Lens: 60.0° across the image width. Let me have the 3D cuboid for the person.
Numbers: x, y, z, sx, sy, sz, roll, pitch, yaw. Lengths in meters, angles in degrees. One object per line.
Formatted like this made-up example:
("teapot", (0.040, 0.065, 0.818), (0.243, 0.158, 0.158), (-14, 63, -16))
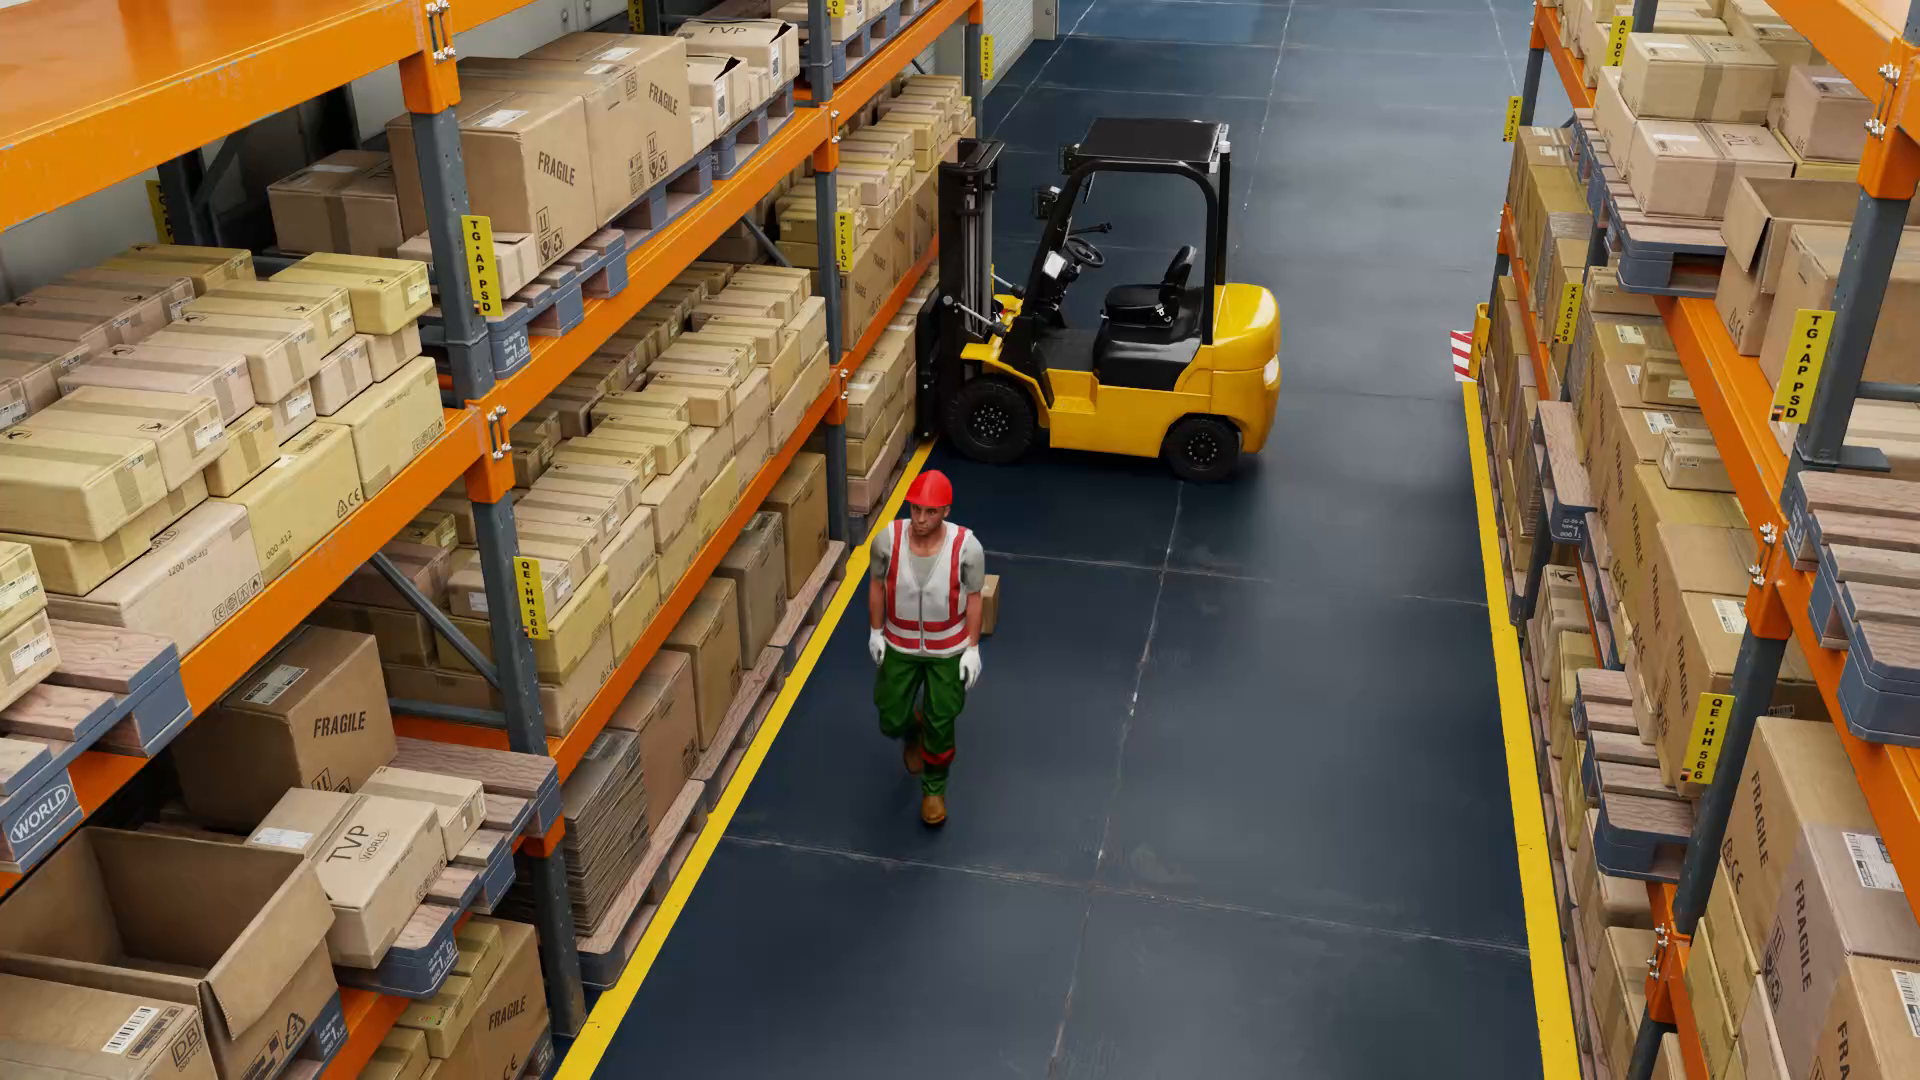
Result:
("person", (-0.154, 0.454, 7.710), (0.545, 1.782, 0.559), (3, 29, 6))
